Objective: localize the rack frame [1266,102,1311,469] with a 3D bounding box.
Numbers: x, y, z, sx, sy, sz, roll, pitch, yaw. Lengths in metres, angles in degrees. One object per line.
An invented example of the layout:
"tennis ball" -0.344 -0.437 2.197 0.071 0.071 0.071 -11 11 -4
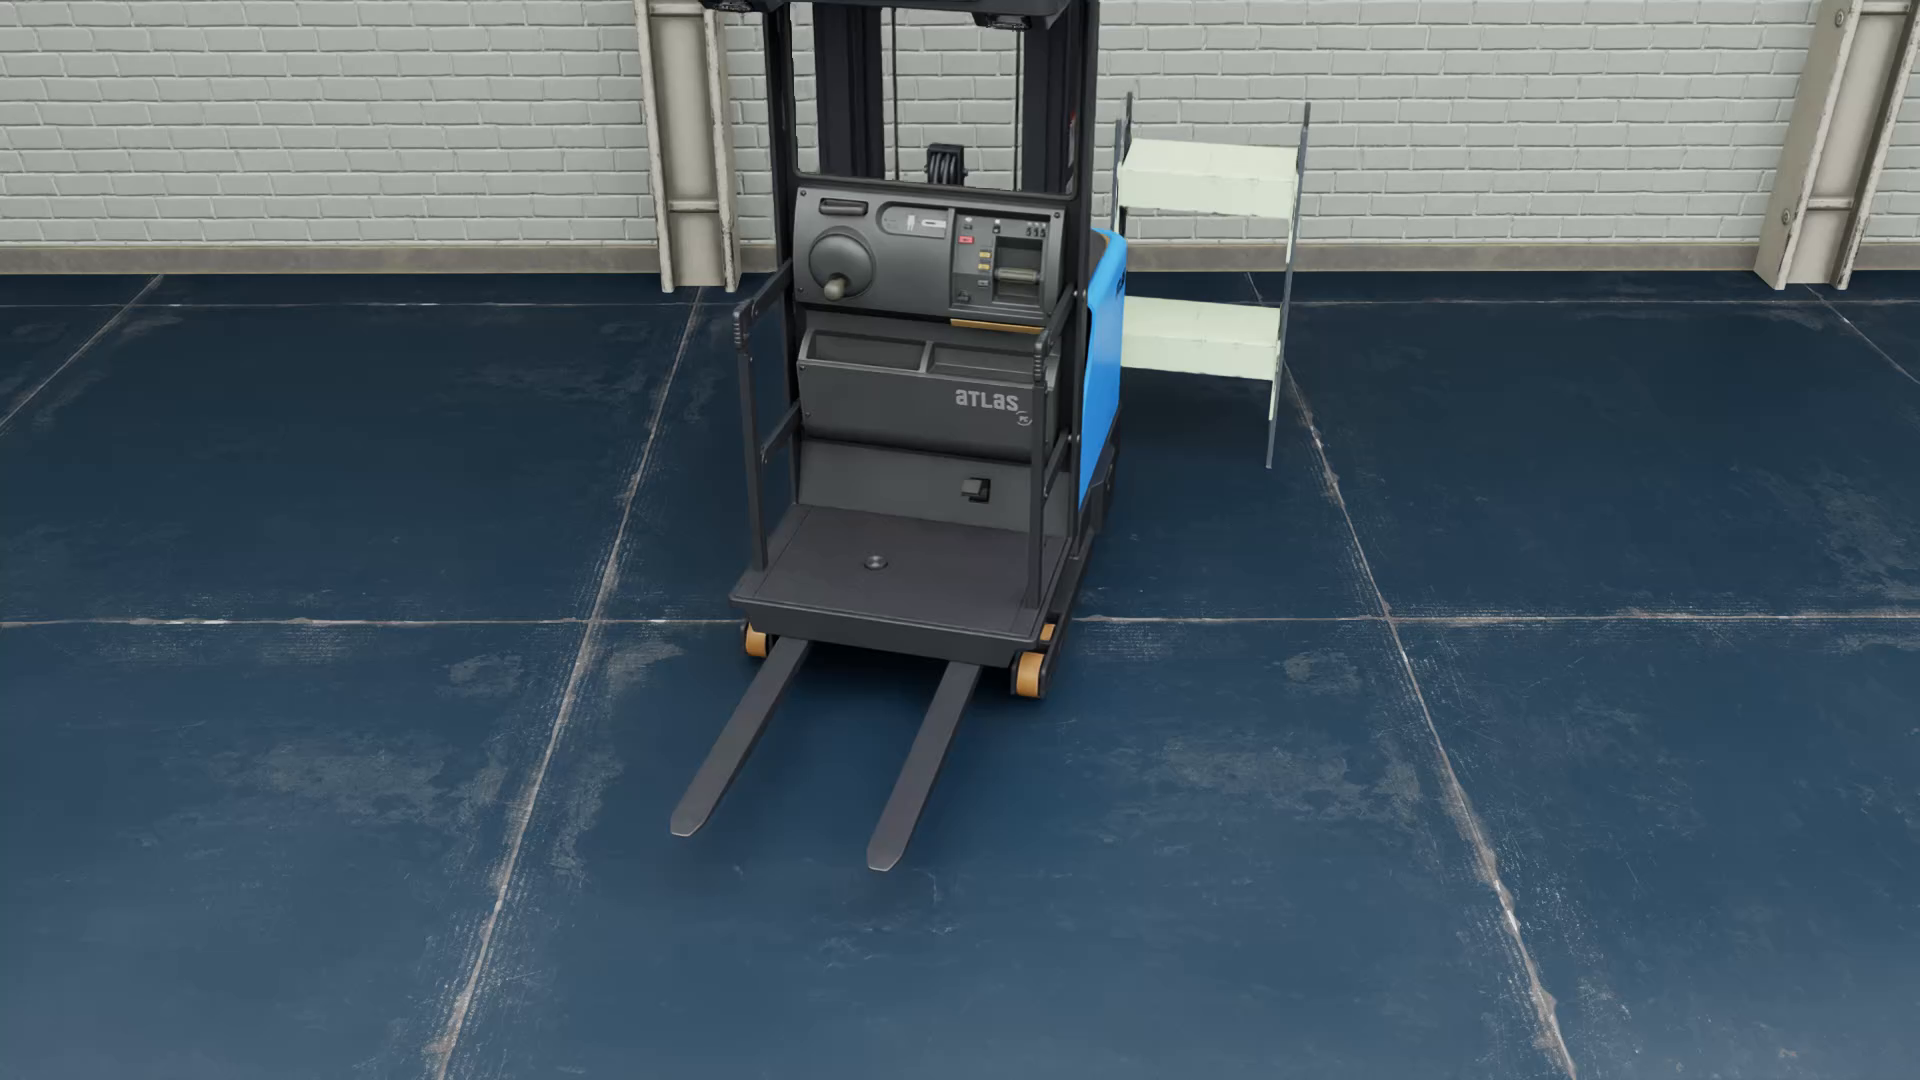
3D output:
"rack frame" 1.388 -1.056 7.044 0.023 1.500 0.400 6 32 10

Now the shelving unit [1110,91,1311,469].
"shelving unit" 1.030 -1.095 7.108 0.755 1.500 0.431 6 32 10

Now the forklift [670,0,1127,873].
"forklift" -0.162 -0.917 5.436 1.130 2.935 3.031 7 32 12

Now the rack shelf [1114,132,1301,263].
"rack shelf" 1.030 -1.428 6.906 0.720 0.370 0.431 6 32 10

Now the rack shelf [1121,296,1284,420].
"rack shelf" 1.030 -0.816 7.277 0.720 0.370 0.431 6 32 10

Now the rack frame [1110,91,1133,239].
"rack frame" 0.672 -1.134 7.172 0.023 1.500 0.400 6 32 10

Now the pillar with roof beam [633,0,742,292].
"pillar with roof beam" -1.379 -3.028 3.066 0.400 9.000 9.100 0 31 0

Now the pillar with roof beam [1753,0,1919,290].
"pillar with roof beam" 4.621 -3.047 3.097 0.400 9.000 9.100 0 31 0
